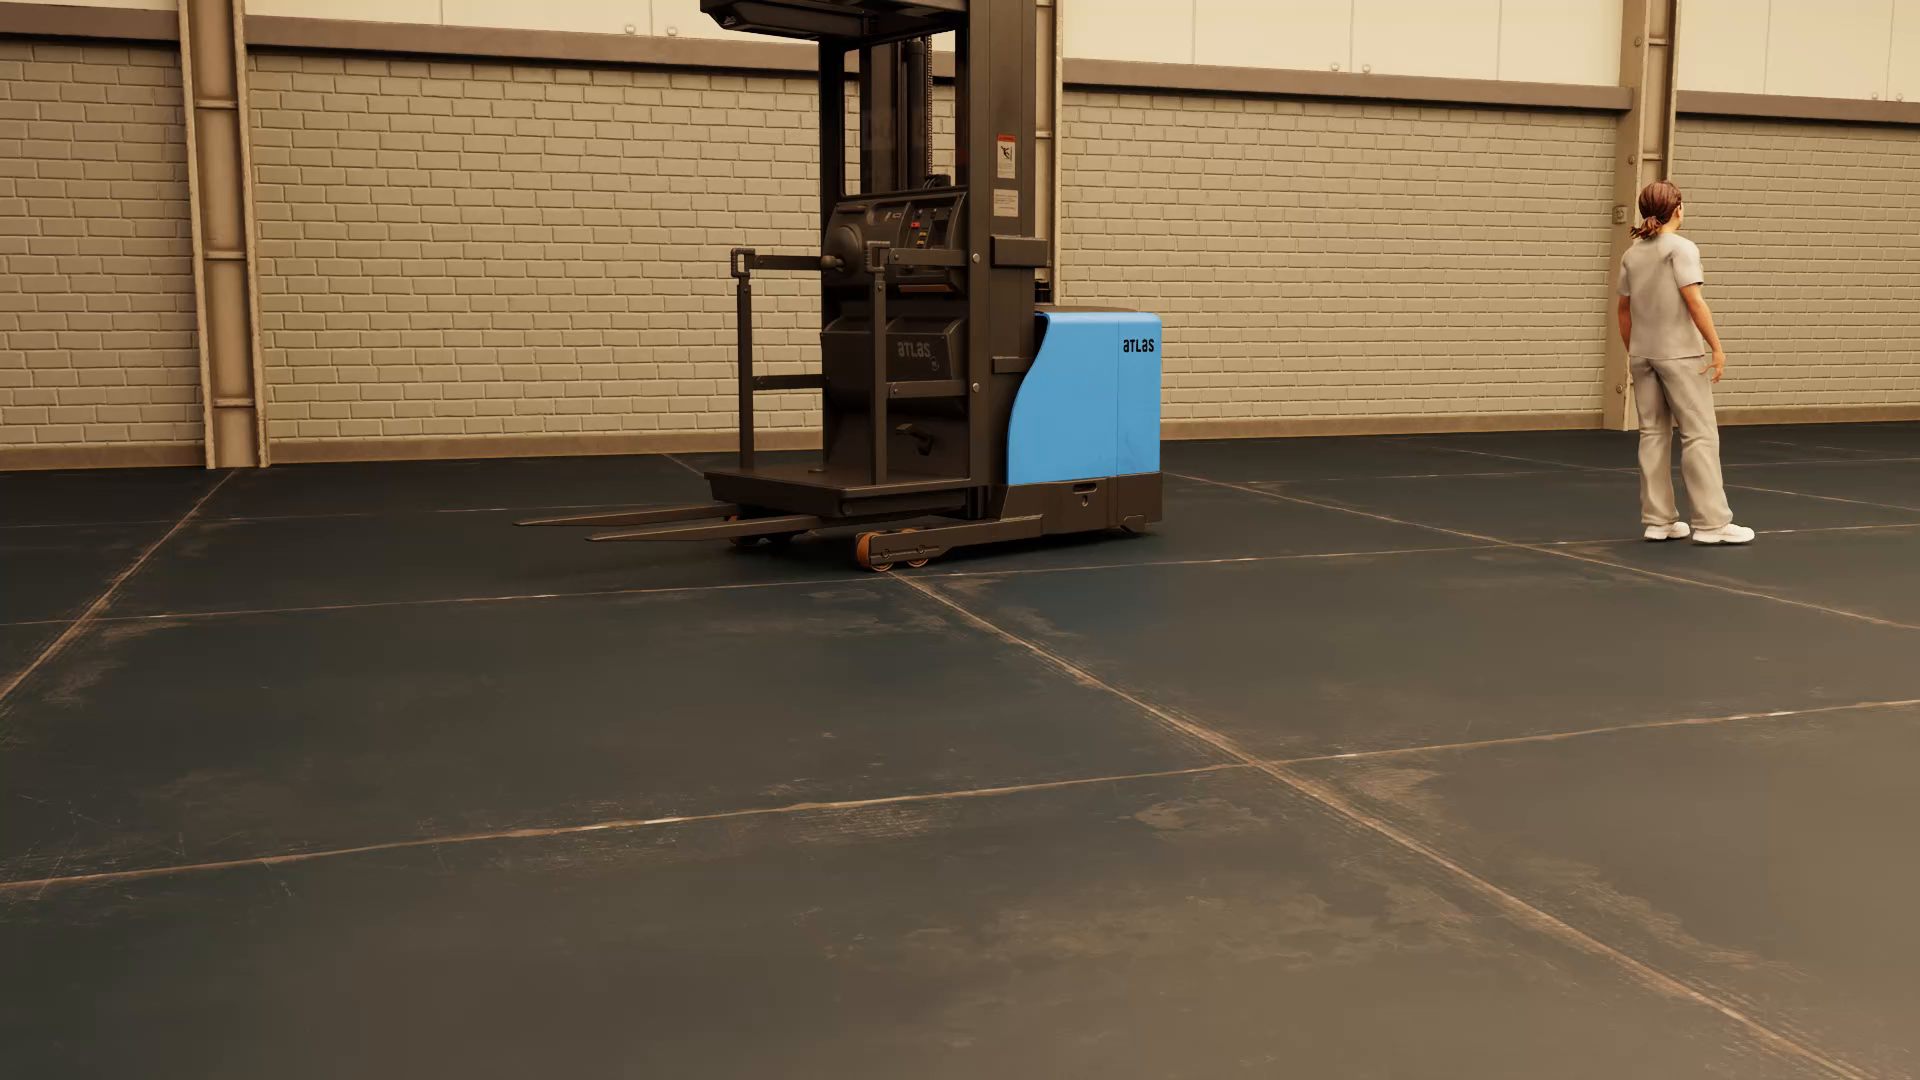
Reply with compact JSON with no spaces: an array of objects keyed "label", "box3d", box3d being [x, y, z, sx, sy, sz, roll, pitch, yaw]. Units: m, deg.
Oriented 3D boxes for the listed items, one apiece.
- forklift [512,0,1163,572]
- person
[{"label":"forklift","box3d":[-0.461,-1.399,7.333,3.031,2.935,1.130,-7,10,-40]},{"label":"person","box3d":[3.377,-0.832,7.807,0.548,1.663,0.550,-4,9,-24]}]
